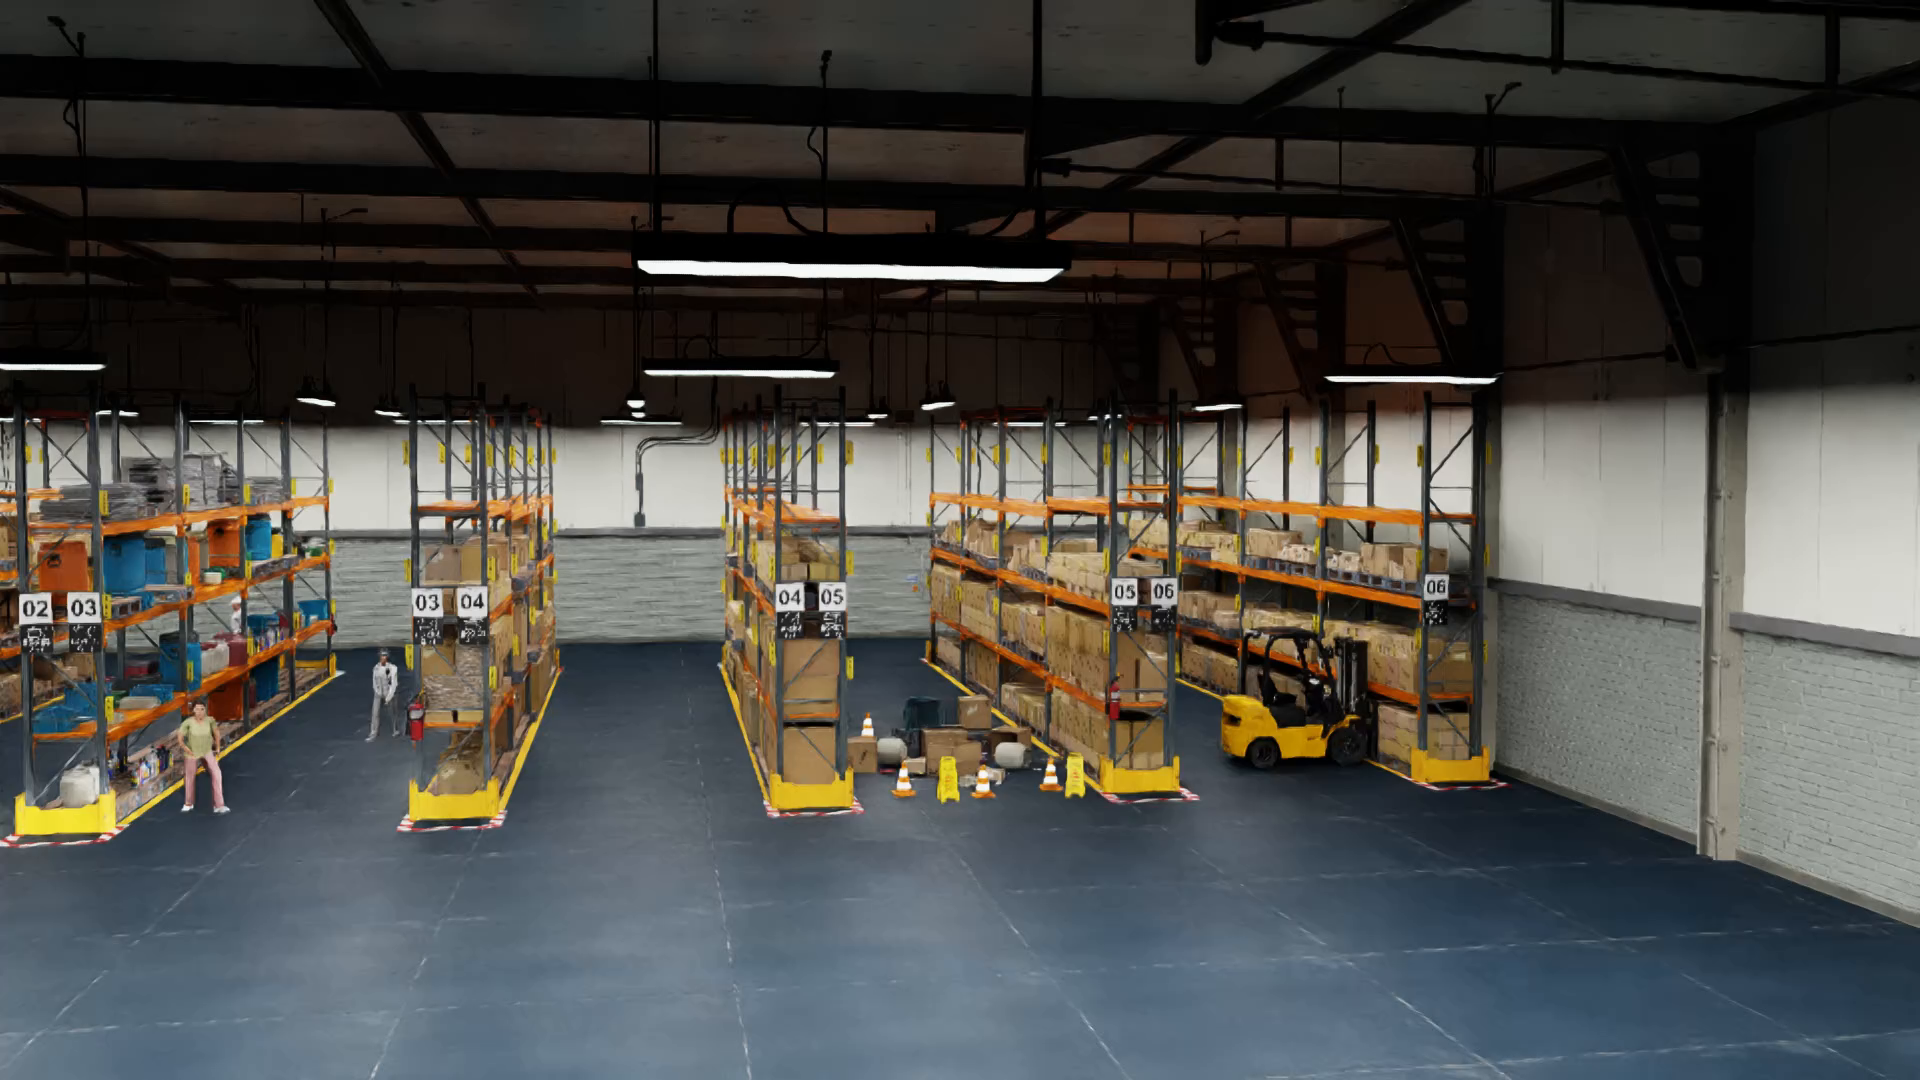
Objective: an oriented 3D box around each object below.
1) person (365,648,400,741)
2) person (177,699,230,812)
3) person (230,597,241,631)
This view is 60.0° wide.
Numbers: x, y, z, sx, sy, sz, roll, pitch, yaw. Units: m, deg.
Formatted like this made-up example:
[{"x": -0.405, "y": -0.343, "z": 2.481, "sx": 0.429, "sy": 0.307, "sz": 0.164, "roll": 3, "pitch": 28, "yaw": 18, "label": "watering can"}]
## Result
[{"x": -10.094, "y": 2.693, "z": 29.196, "sx": 0.483, "sy": 1.619, "sz": 0.990, "roll": 0, "pitch": 3, "yaw": -1, "label": "person"}, {"x": -10.617, "y": 3.010, "z": 23.262, "sx": 0.621, "sy": 1.610, "sz": 0.790, "roll": -2, "pitch": 3, "yaw": -31, "label": "person"}, {"x": -16.415, "y": 2.194, "z": 37.979, "sx": 0.471, "sy": 1.787, "sz": 0.733, "roll": -2, "pitch": 4, "yaw": -36, "label": "person"}]
